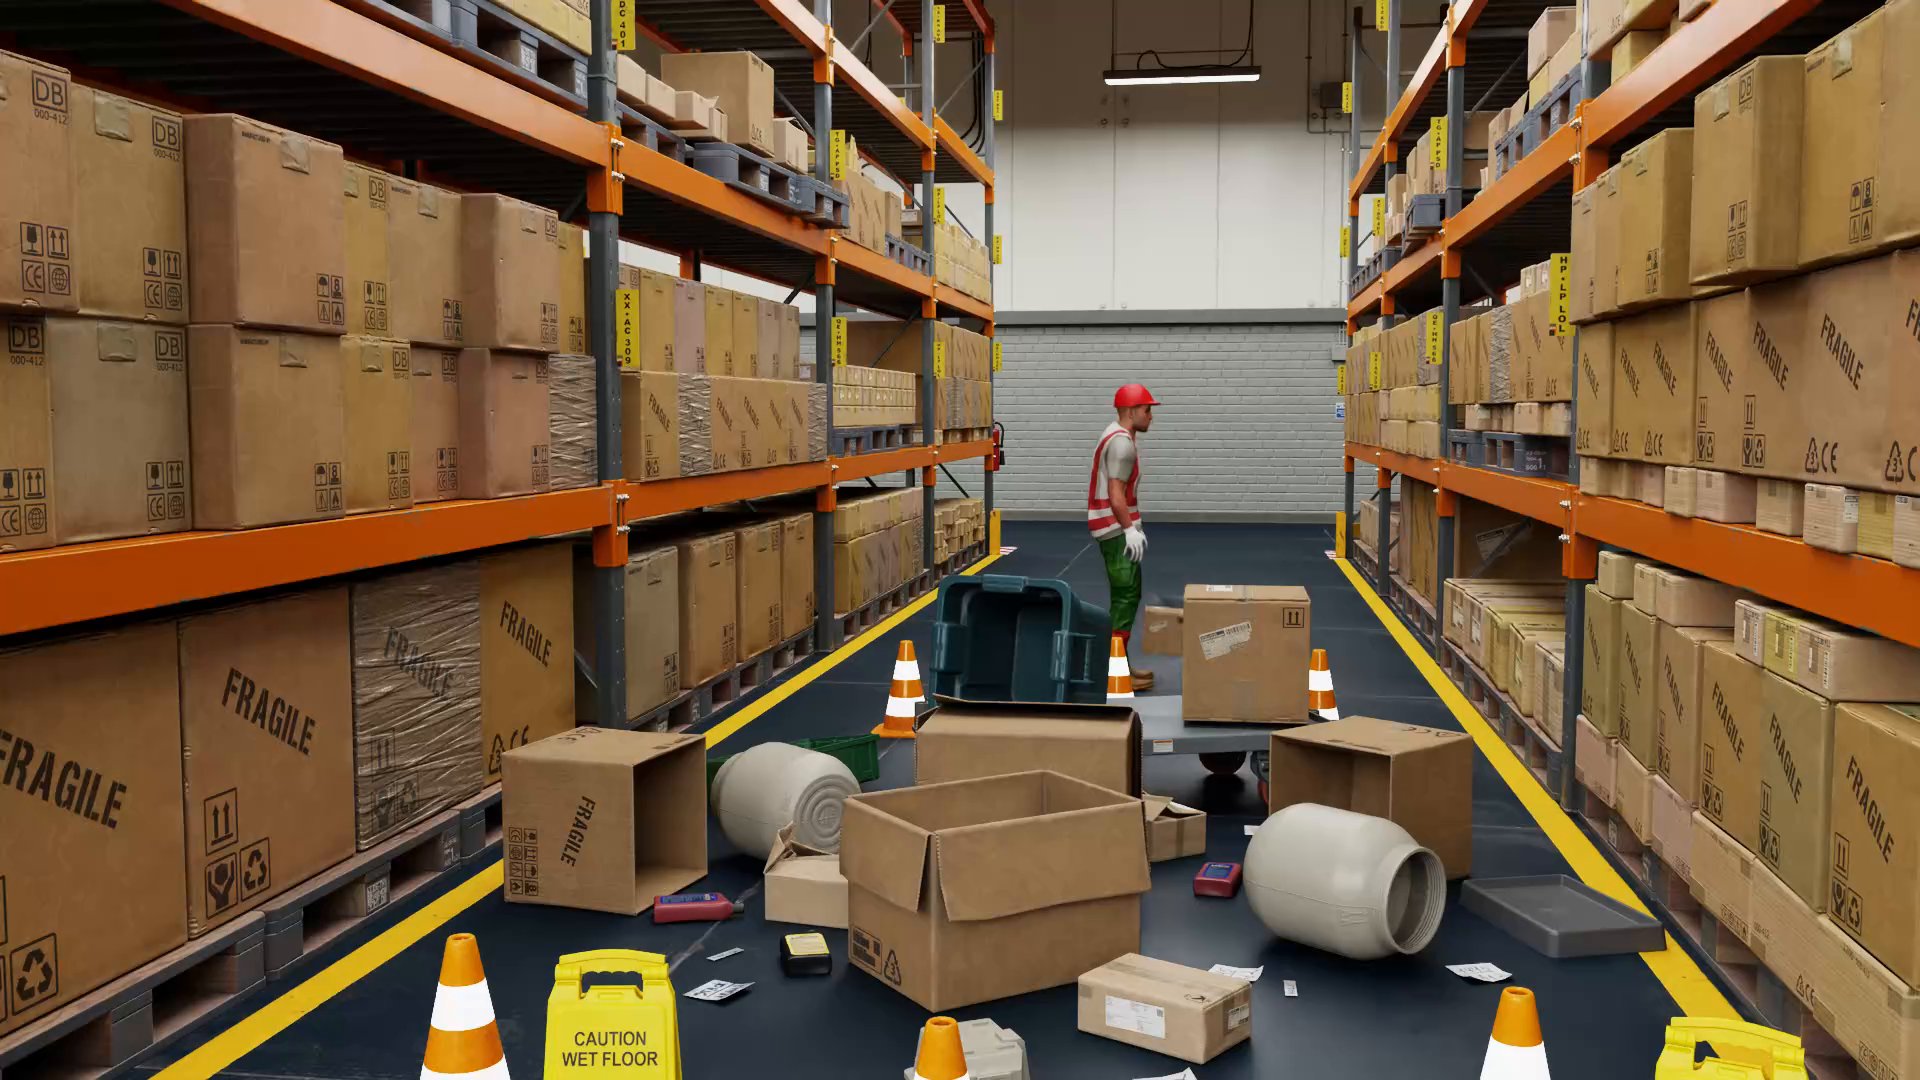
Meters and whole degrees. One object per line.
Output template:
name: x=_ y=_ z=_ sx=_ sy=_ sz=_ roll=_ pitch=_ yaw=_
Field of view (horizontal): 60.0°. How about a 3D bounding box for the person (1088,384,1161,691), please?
person: x=0.968 y=-0.028 z=9.820 sx=0.431 sy=1.782 sz=0.563 roll=1 pitch=4 yaw=7
